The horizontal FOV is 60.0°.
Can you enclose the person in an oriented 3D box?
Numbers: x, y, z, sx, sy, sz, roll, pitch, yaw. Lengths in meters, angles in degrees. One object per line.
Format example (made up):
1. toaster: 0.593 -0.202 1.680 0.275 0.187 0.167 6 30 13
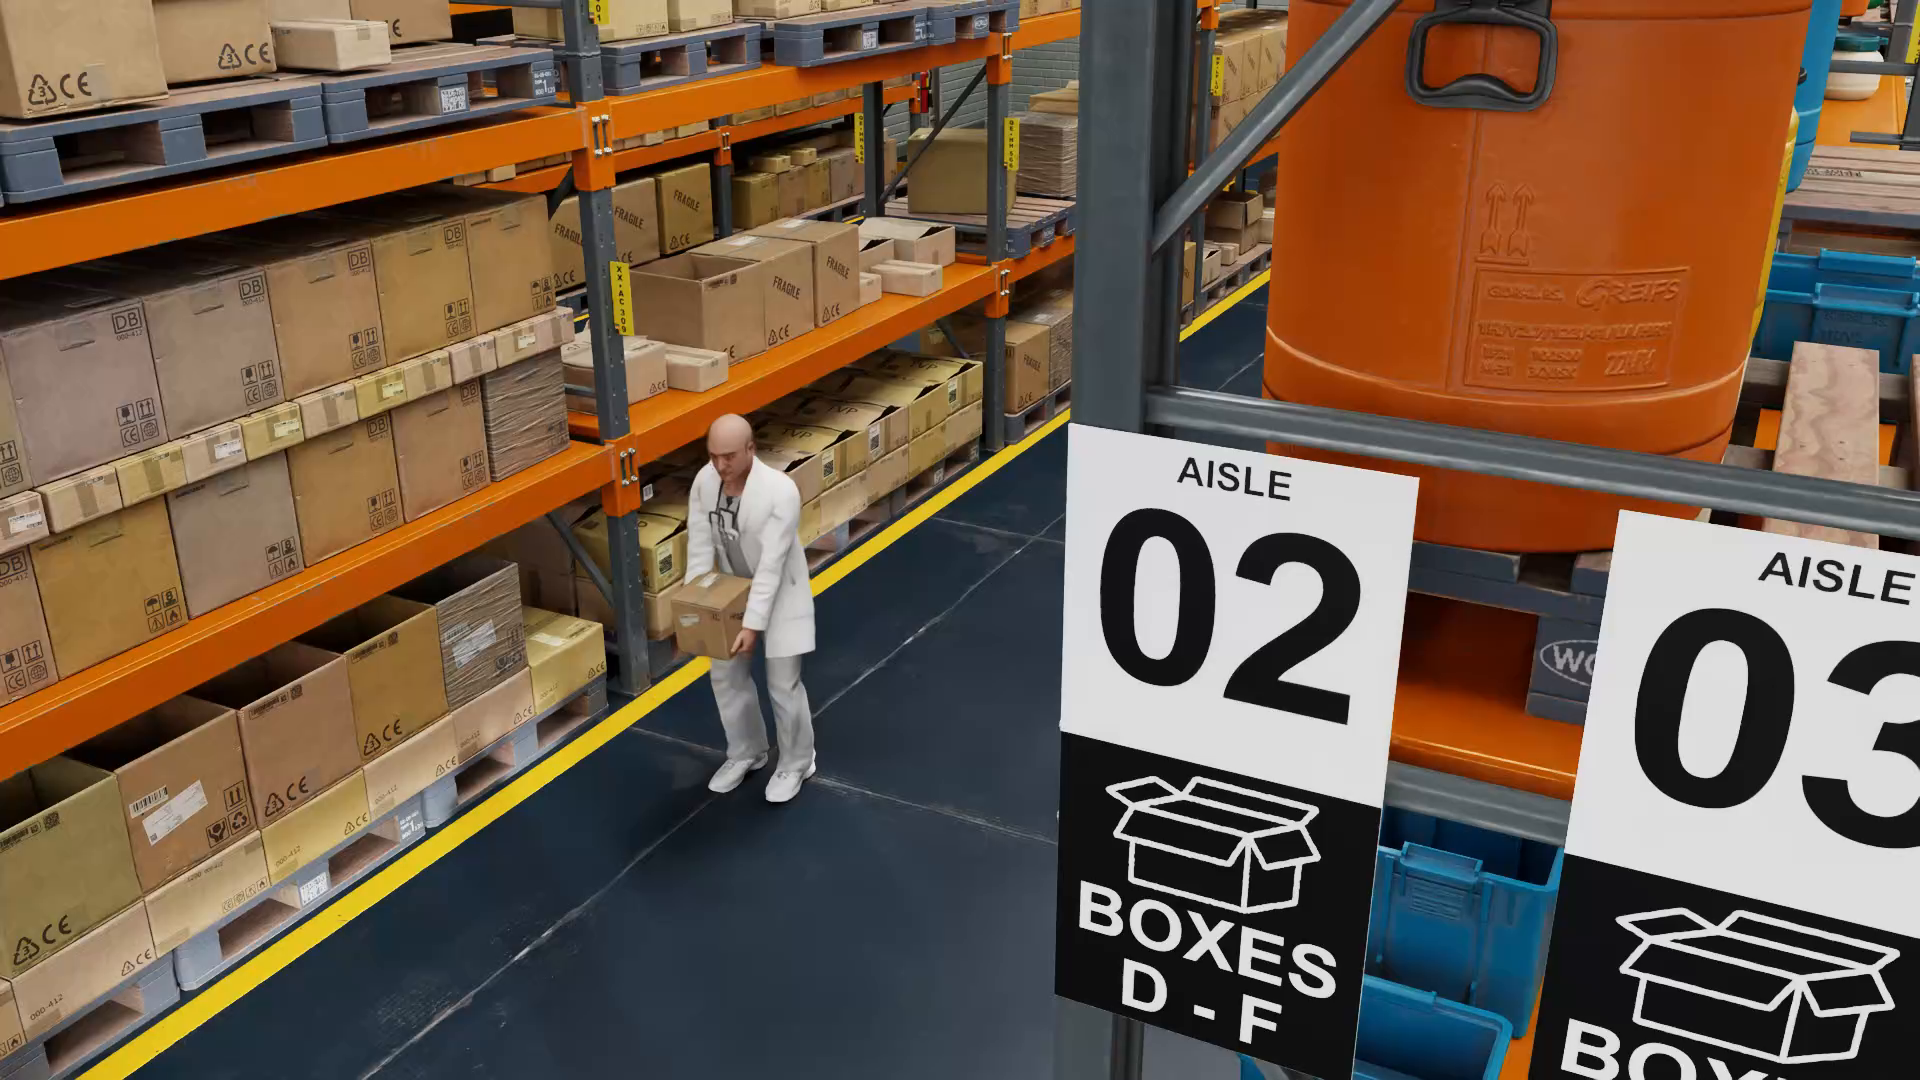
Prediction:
1. person: -0.895 0.282 6.984 0.534 1.742 0.603 11 25 25
